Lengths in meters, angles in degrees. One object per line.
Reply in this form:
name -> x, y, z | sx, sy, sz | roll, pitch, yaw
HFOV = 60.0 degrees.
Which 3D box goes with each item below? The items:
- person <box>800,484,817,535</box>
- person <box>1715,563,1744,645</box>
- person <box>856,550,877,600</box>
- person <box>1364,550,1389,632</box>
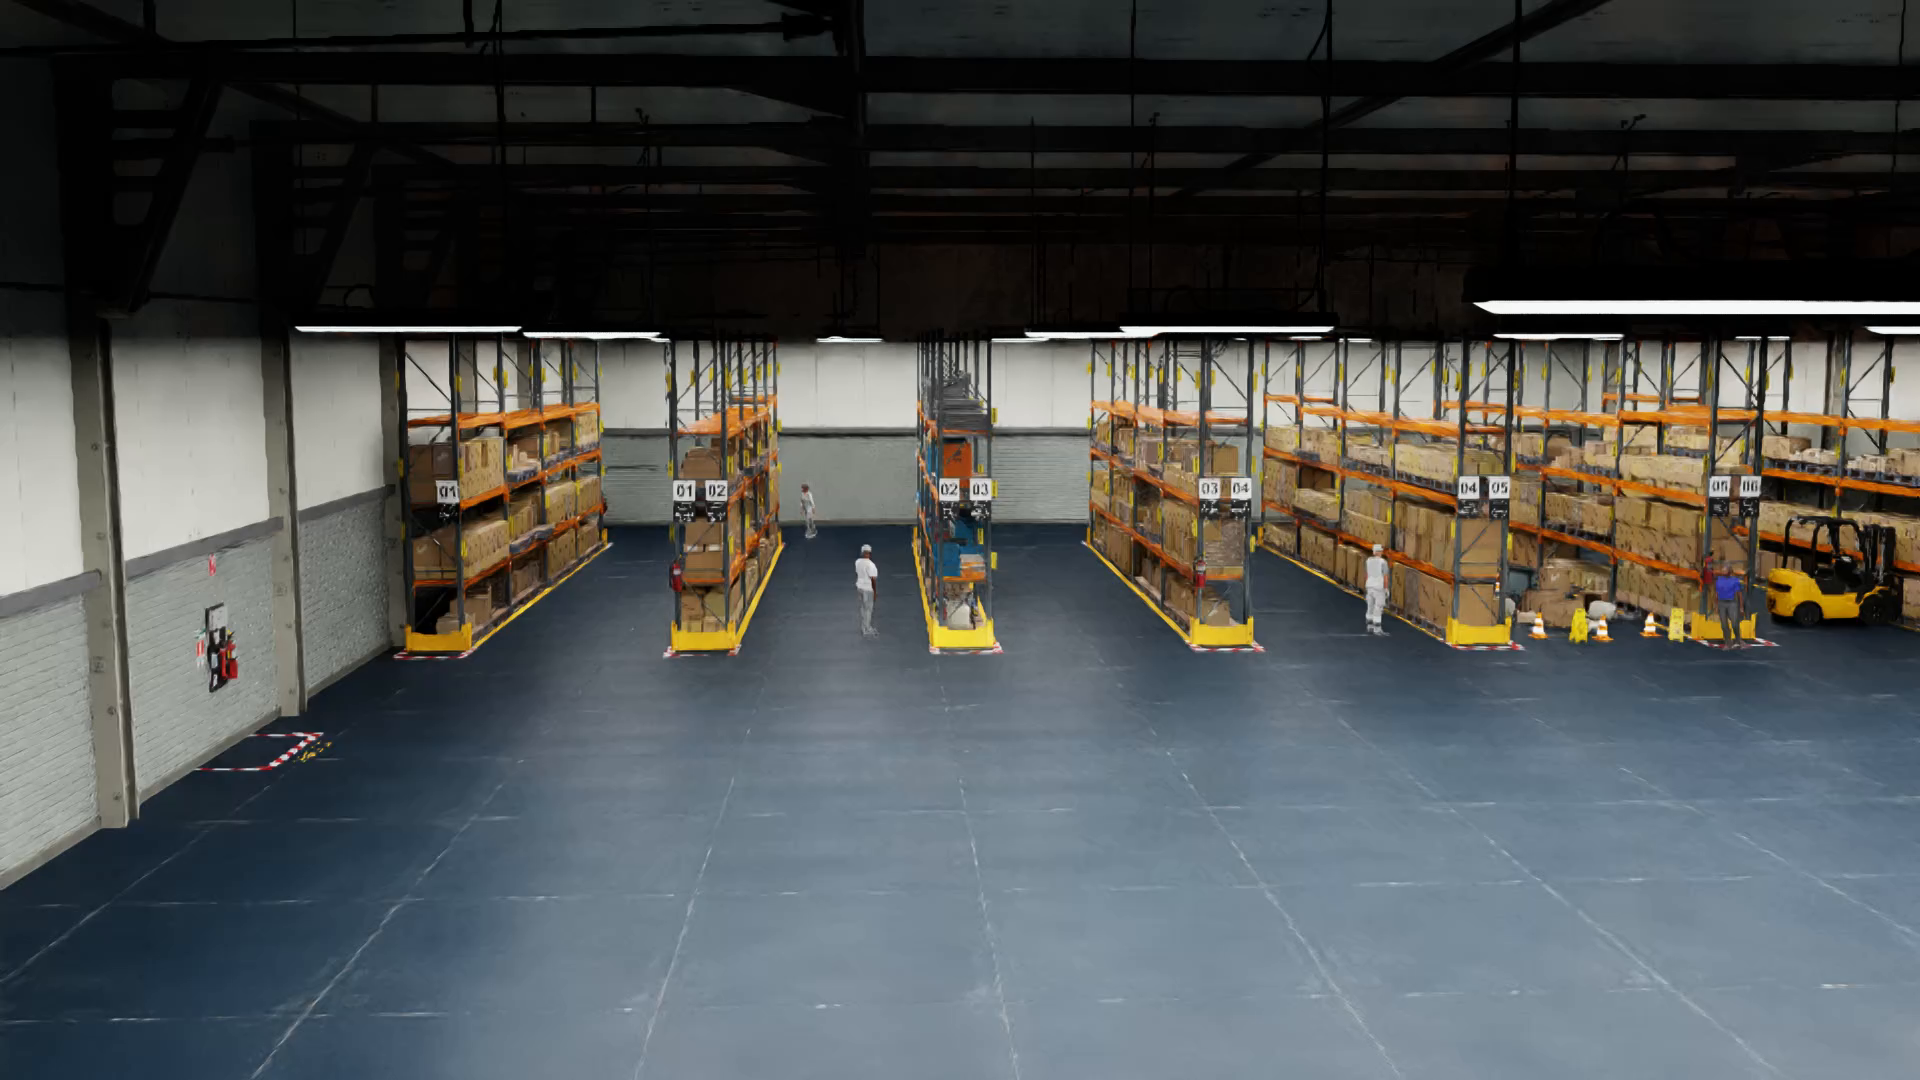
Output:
person -> -4.473, -0.916, 49.285 | 0.478, 1.510, 0.437 | -5, 9, -38
person -> 14.414, 1.203, 31.168 | 0.492, 1.574, 0.399 | 6, 9, 41
person -> -1.841, 0.643, 32.753 | 0.349, 1.042, 0.630 | -4, 8, -33
person -> 8.211, 0.951, 32.774 | 0.331, 1.685, 0.578 | -5, 8, -34
